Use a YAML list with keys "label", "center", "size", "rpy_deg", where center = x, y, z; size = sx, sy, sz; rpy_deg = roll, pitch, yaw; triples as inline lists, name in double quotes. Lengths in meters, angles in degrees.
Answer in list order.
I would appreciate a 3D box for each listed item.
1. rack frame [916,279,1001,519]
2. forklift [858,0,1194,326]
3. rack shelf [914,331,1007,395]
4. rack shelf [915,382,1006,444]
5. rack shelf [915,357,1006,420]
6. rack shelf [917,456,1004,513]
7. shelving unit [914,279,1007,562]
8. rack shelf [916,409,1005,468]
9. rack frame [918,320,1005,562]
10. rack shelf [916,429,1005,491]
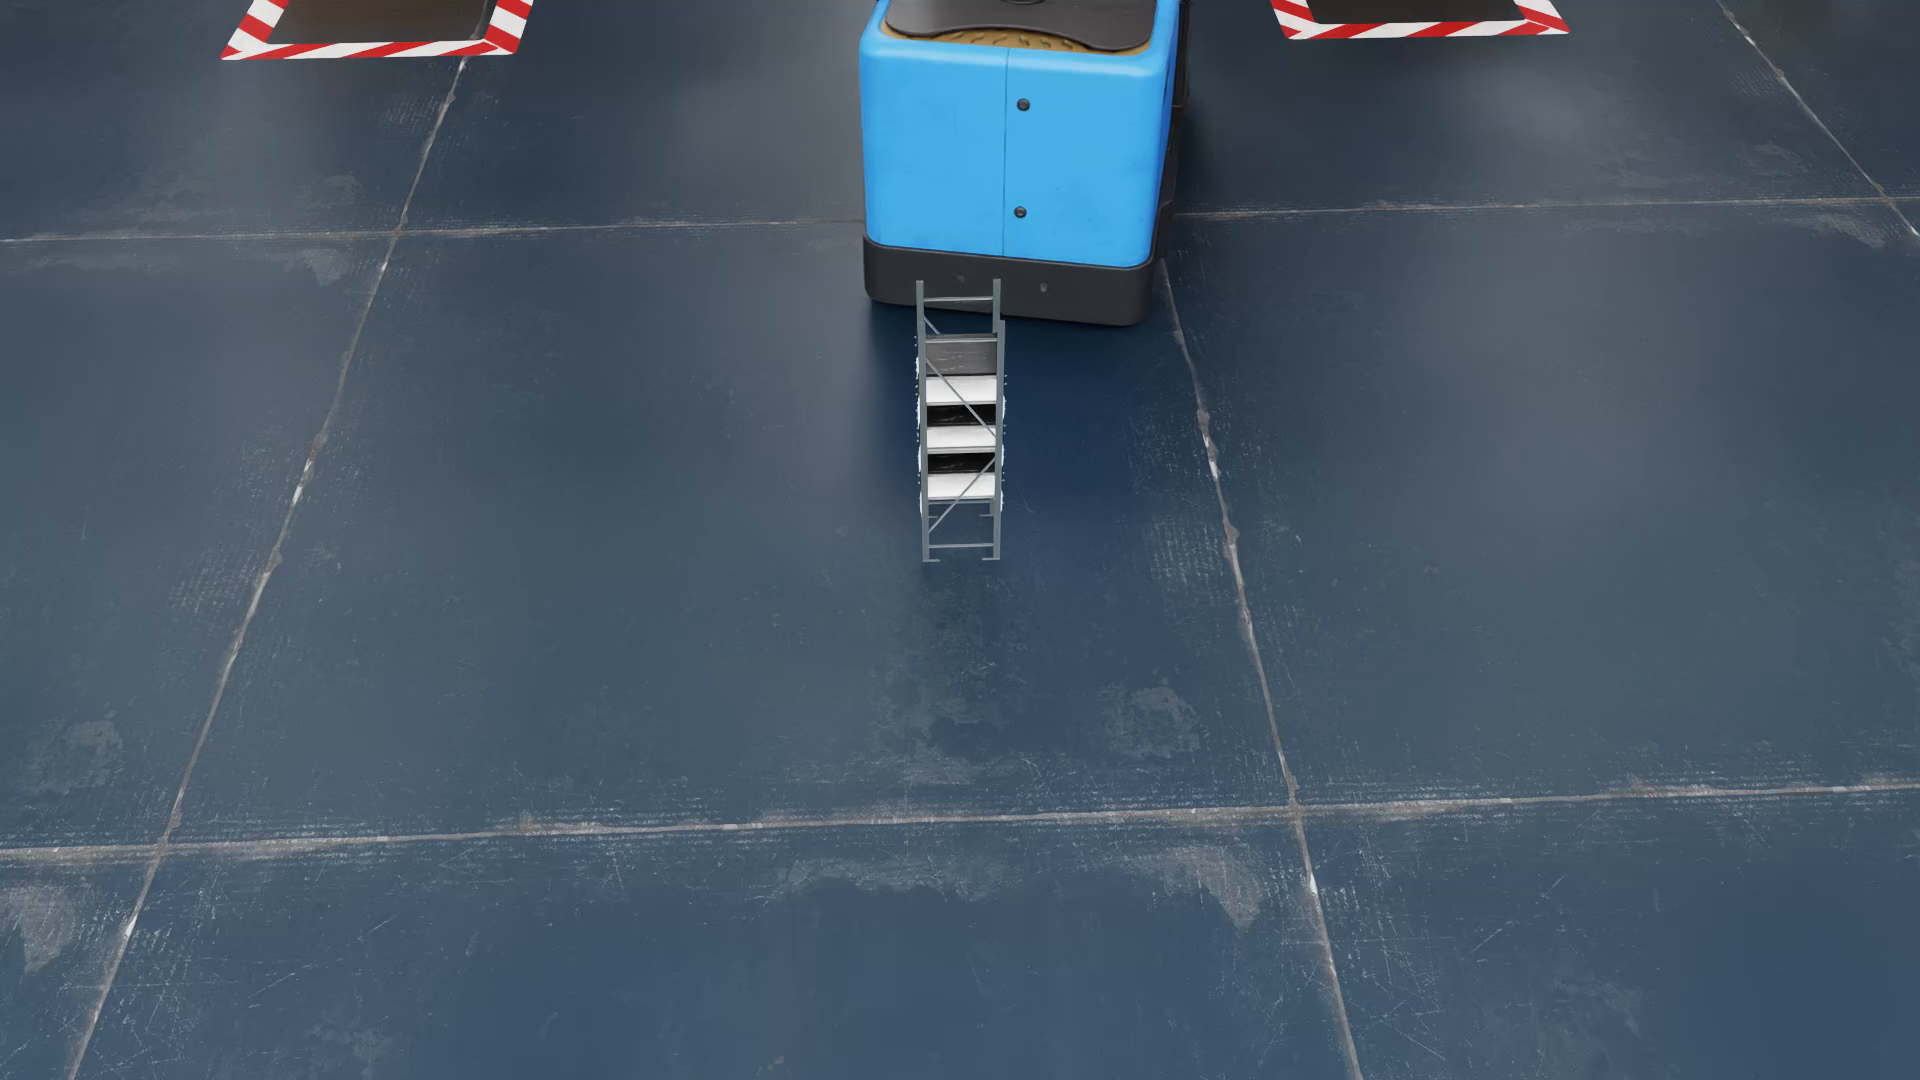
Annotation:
- label: "rack frame"
  center: [-0.005, -0.406, 5.027]
  size: [0.240, 0.900, 0.006]
  rpy_deg: [-2, 43, -2]
- label: "forklift"
  center: [0.402, -2.854, 6.195]
  size: [1.130, 2.935, 3.031]
  rpy_deg: [7, 43, 7]
- label: "rack shelf"
  center: [0.000, -0.512, 4.792]
  size: [0.258, 0.077, 0.200]
  rpy_deg: [-2, 43, -2]
- label: "rack shelf"
  center: [0.000, -0.379, 4.914]
  size: [0.258, 0.077, 0.200]
  rpy_deg: [-2, 43, -2]
- label: "rack shelf"
  center: [0.000, -0.445, 4.853]
  size: [0.258, 0.077, 0.200]
  rpy_deg: [-2, 43, -2]
- label: "rack shelf"
  center: [0.000, -0.180, 5.096]
  size: [0.258, 0.077, 0.200]
  rpy_deg: [-2, 43, -2]
- label: "shelving unit"
  center: [0.000, -0.337, 4.952]
  size: [0.258, 0.900, 0.210]
  rpy_deg: [-2, 43, -2]
- label: "rack shelf"
  center: [0.000, -0.313, 4.974]
  size: [0.258, 0.077, 0.200]
  rpy_deg: [-2, 43, -2]
- label: "rack frame"
  center: [0.004, -0.269, 4.877]
  size: [0.240, 0.900, 0.006]
  rpy_deg: [-2, 43, -2]
- label: "rack shelf"
  center: [0.000, -0.246, 5.035]
  size: [0.258, 0.077, 0.200]
  rpy_deg: [-2, 43, -2]
